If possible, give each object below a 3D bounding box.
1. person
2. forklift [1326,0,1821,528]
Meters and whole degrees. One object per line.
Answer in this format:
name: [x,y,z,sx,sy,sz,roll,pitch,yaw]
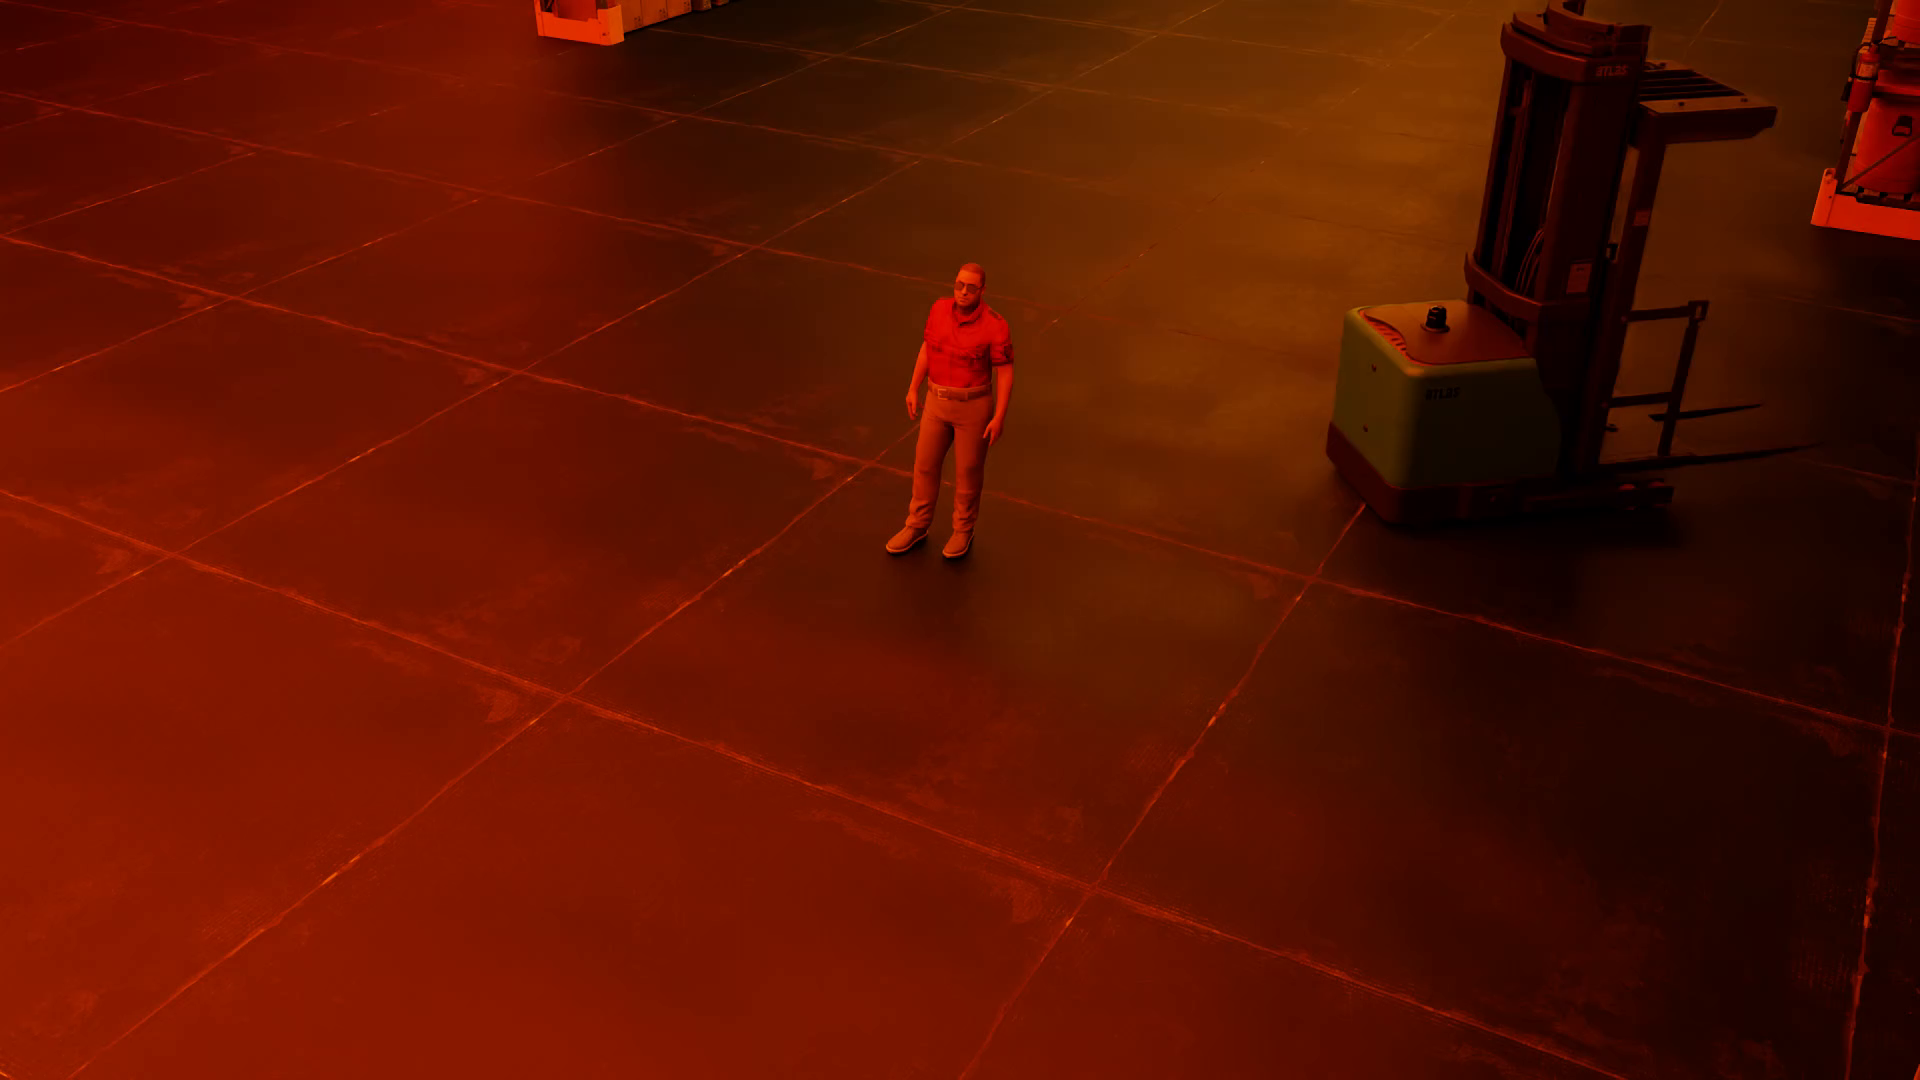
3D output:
person: [-0.054,-0.718,9.504,0.640,1.727,0.551,15,33,25]
forklift: [3.952,-1.702,10.020,3.031,2.935,1.130,-6,31,-10]
